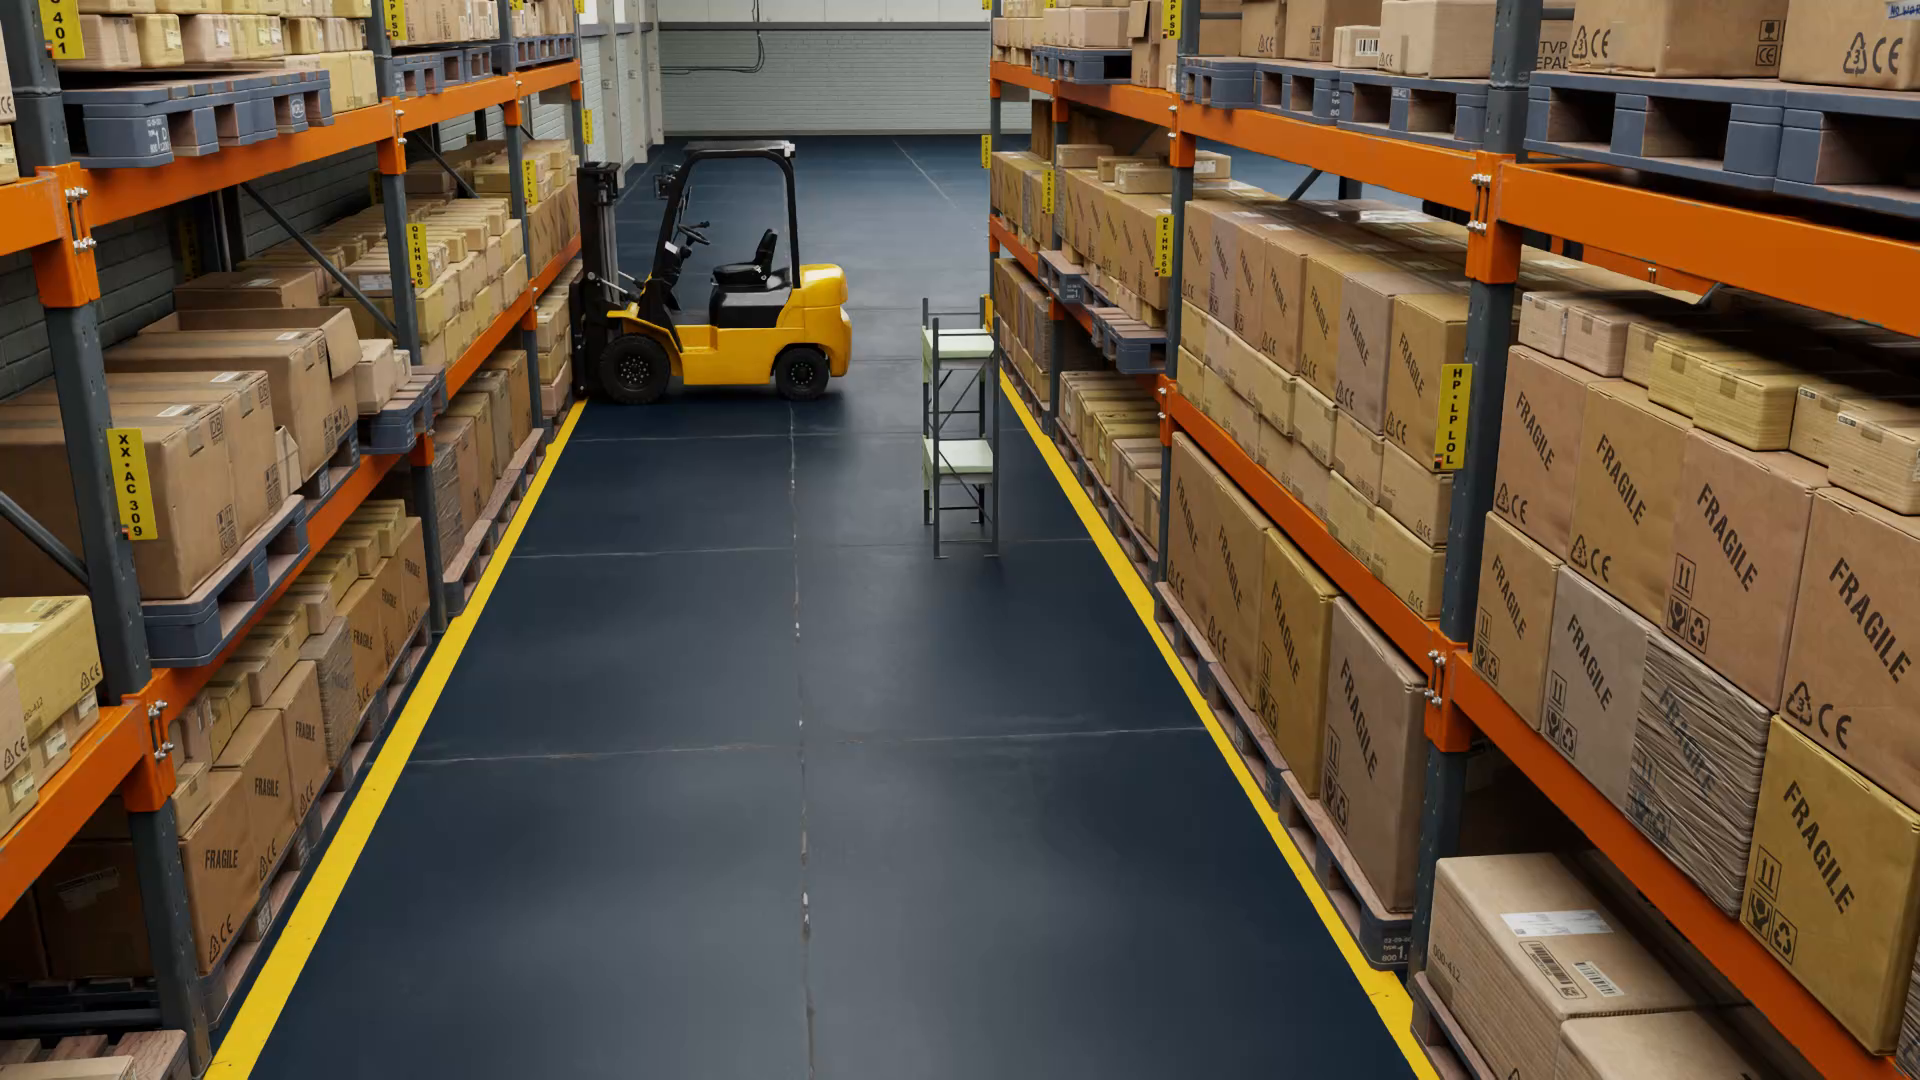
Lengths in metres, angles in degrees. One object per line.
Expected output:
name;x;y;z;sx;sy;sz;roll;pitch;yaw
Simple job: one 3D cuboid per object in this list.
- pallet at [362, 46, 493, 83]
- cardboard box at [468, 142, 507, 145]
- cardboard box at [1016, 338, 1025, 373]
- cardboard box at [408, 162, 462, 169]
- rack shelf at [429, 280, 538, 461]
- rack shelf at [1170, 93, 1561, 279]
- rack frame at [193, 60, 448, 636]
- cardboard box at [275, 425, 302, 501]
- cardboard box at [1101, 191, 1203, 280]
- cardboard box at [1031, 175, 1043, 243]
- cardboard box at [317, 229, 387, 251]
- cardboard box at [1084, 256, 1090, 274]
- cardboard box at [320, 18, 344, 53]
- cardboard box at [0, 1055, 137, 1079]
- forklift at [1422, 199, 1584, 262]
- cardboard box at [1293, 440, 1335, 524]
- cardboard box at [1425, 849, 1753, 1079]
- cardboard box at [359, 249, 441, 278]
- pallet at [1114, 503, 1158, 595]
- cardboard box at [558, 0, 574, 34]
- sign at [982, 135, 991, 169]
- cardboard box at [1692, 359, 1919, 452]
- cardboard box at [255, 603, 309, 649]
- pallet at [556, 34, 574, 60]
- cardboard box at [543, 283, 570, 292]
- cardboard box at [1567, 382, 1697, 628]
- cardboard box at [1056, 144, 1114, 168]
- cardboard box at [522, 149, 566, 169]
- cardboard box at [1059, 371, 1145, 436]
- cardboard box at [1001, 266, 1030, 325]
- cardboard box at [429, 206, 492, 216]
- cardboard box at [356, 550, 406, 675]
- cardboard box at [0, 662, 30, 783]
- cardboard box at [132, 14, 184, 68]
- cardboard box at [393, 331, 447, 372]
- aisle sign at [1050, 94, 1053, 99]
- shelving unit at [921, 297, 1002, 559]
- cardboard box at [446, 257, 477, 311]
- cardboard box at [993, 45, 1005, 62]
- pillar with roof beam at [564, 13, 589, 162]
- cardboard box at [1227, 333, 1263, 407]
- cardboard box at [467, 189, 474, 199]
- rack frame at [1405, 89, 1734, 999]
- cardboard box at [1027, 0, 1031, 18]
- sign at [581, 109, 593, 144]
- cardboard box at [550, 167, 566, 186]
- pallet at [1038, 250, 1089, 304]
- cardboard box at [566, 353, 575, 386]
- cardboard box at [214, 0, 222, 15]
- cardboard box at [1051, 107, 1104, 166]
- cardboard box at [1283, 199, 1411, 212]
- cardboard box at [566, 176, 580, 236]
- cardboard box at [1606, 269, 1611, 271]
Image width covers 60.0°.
pallet;-3.616;-3.186;11.129;0.805;0.209;1.217;-2;18;-8
cardboard box;-4.345;-3.612;15.427;0.380;0.149;0.250;-1;17;-4
cardboard box;0.776;-1.629;14.749;0.500;0.250;0.500;-2;17;-5
cardboard box;-4.166;-2.921;13.226;0.380;0.149;0.250;-2;18;-7
rack shelf;-3.513;-1.170;10.595;1.077;0.370;4.000;-2;18;-6
rack shelf;1.836;-1.563;6.842;1.077;0.370;4.000;-2;18;-6
rack frame;-3.307;-0.917;8.590;1.000;3.000;0.127;-2;18;-6
cardboard box;-2.656;-0.287;6.107;0.396;0.266;0.258;-1;17;-3
cardboard box;1.189;-1.892;10.332;0.500;0.500;0.500;-3;18;-9
cardboard box;0.864;-2.731;13.703;0.500;0.500;0.500;-1;17;-4
cardboard box;-3.720;-1.822;10.221;0.380;0.149;0.250;-1;17;-4
cardboard box;1.067;-1.934;11.549;0.380;0.149;0.250;-2;17;-5
cardboard box;-3.024;-2.291;7.542;0.380;0.149;0.250;-2;18;-7
cardboard box;-2.545;1.592;4.658;0.380;0.149;0.250;-2;18;-7
forklift;3.865;-1.665;11.087;3.031;2.935;1.130;-8;19;-24
cardboard box;1.661;-0.237;6.673;0.500;0.250;0.500;-2;18;-7
cardboard box;2.000;1.333;5.000;0.875;0.438;0.875;-2;18;-6
cardboard box;-3.128;-1.533;9.304;0.380;0.149;0.250;-1;17;-4
pallet;1.551;0.026;10.241;1.003;0.211;1.213;-2;18;-6
cardboard box;-3.844;-4.903;15.243;0.500;0.500;0.500;-1;17;-4
sign;0.265;-3.851;16.490;0.100;0.325;0.005;-2;18;-6
cardboard box;1.891;-0.305;3.722;0.380;0.149;0.250;-2;18;-7
cardboard box;-2.921;0.376;6.861;0.380;0.149;0.250;-2;18;-5
pallet;-4.085;-4.478;15.072;1.003;0.211;1.213;-2;18;-6
cardboard box;-3.609;-2.085;14.531;0.500;0.250;0.500;-2;18;-7
cardboard box;1.896;-0.104;4.165;0.500;0.500;0.500;-2;18;-6
cardboard box;0.914;-2.811;12.177;0.380;0.149;0.250;-2;18;-6
cardboard box;-3.654;-3.322;14.504;0.380;0.149;0.250;-1;17;-5
cardboard box;1.274;-1.054;12.711;0.950;0.372;0.625;-2;17;-5
cardboard box;0.674;-2.289;15.599;0.500;0.500;0.500;-2;18;-8
cardboard box;-3.446;-2.220;11.491;0.380;0.149;0.250;-2;18;-6
cardboard box;-3.009;0.344;8.045;0.500;0.500;0.500;-2;18;-6
cardboard box;-2.533;0.498;3.838;0.500;0.250;0.500;-2;18;-5
cardboard box;-2.522;-1.464;4.876;0.380;0.149;0.250;-2;17;-5
cardboard box;-3.110;-0.985;9.057;0.500;0.250;0.500;-2;18;-5
aisle sign;1.087;-4.723;16.372;0.394;0.787;0.004;-2;18;-6
shelving unit;-0.001;-0.718;10.459;0.431;1.500;0.755;-2;18;-6
cardboard box;-3.196;-1.529;9.956;0.500;0.250;0.500;-2;18;-7
cardboard box;0.516;-4.657;15.915;0.380;0.149;0.250;-2;18;-6
pillar with roof beam;-1.913;-9.636;26.345;9.100;9.000;0.400;-2;18;-6
cardboard box;1.528;-0.777;7.559;0.500;0.250;0.500;-2;18;-6
cardboard box;-4.086;-2.859;13.527;0.380;0.149;0.250;-1;17;-4
rack frame;2.042;0.120;5.286;1.000;3.000;0.127;-2;18;-6
cardboard box;0.766;-4.427;13.851;0.380;0.149;0.250;-2;17;-5
sign;-3.591;-3.978;16.013;0.100;0.325;0.005;-2;18;-6
cardboard box;-3.661;-3.181;14.553;0.380;0.149;0.250;-2;18;-5
pallet;1.151;-1.939;12.167;1.003;0.211;1.213;-2;18;-6
cardboard box;-3.577;-1.455;14.193;0.500;0.250;0.500;-1;17;-5
cardboard box;-2.709;-1.833;5.556;0.380;0.149;0.250;-2;17;-5
cardboard box;1.187;-3.523;14.559;0.700;0.500;0.500;-2;18;-6
cardboard box;1.943;-1.450;8.452;0.500;0.500;0.500;-2;18;-7
cardboard box;-3.776;-3.055;15.232;0.500;0.500;0.500;-1;17;-4
cardboard box;6.038;-2.091;15.175;0.875;0.875;0.875;-2;18;-5
